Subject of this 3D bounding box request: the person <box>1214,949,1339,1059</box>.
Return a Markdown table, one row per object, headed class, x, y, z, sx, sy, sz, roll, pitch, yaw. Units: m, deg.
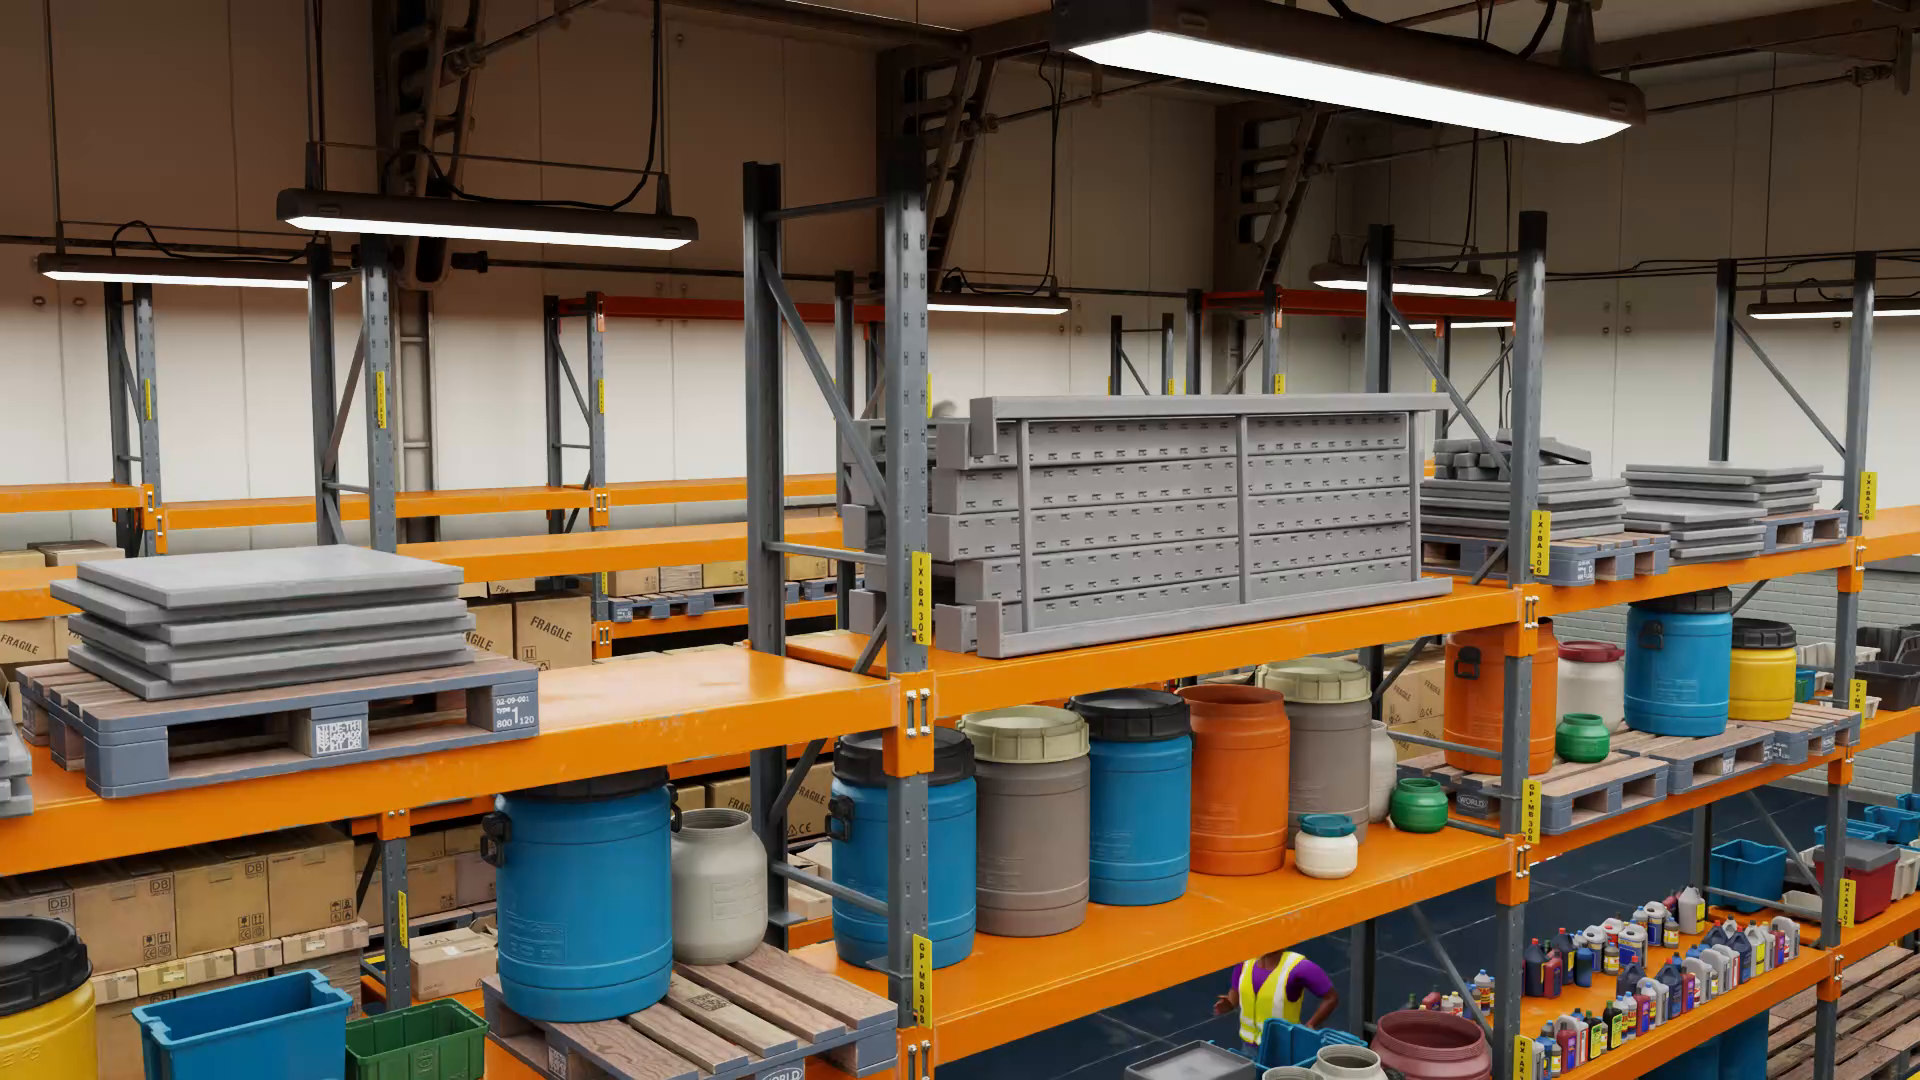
| class | x | y | z | sx | sy | sz | roll | pitch | yaw |
| --- | --- | --- | --- | --- | --- | --- | --- | --- | --- |
| person | 1.972 | 3.271 | 10.735 | 0.670 | 1.781 | 0.671 | -4 | 7 | -39 |
